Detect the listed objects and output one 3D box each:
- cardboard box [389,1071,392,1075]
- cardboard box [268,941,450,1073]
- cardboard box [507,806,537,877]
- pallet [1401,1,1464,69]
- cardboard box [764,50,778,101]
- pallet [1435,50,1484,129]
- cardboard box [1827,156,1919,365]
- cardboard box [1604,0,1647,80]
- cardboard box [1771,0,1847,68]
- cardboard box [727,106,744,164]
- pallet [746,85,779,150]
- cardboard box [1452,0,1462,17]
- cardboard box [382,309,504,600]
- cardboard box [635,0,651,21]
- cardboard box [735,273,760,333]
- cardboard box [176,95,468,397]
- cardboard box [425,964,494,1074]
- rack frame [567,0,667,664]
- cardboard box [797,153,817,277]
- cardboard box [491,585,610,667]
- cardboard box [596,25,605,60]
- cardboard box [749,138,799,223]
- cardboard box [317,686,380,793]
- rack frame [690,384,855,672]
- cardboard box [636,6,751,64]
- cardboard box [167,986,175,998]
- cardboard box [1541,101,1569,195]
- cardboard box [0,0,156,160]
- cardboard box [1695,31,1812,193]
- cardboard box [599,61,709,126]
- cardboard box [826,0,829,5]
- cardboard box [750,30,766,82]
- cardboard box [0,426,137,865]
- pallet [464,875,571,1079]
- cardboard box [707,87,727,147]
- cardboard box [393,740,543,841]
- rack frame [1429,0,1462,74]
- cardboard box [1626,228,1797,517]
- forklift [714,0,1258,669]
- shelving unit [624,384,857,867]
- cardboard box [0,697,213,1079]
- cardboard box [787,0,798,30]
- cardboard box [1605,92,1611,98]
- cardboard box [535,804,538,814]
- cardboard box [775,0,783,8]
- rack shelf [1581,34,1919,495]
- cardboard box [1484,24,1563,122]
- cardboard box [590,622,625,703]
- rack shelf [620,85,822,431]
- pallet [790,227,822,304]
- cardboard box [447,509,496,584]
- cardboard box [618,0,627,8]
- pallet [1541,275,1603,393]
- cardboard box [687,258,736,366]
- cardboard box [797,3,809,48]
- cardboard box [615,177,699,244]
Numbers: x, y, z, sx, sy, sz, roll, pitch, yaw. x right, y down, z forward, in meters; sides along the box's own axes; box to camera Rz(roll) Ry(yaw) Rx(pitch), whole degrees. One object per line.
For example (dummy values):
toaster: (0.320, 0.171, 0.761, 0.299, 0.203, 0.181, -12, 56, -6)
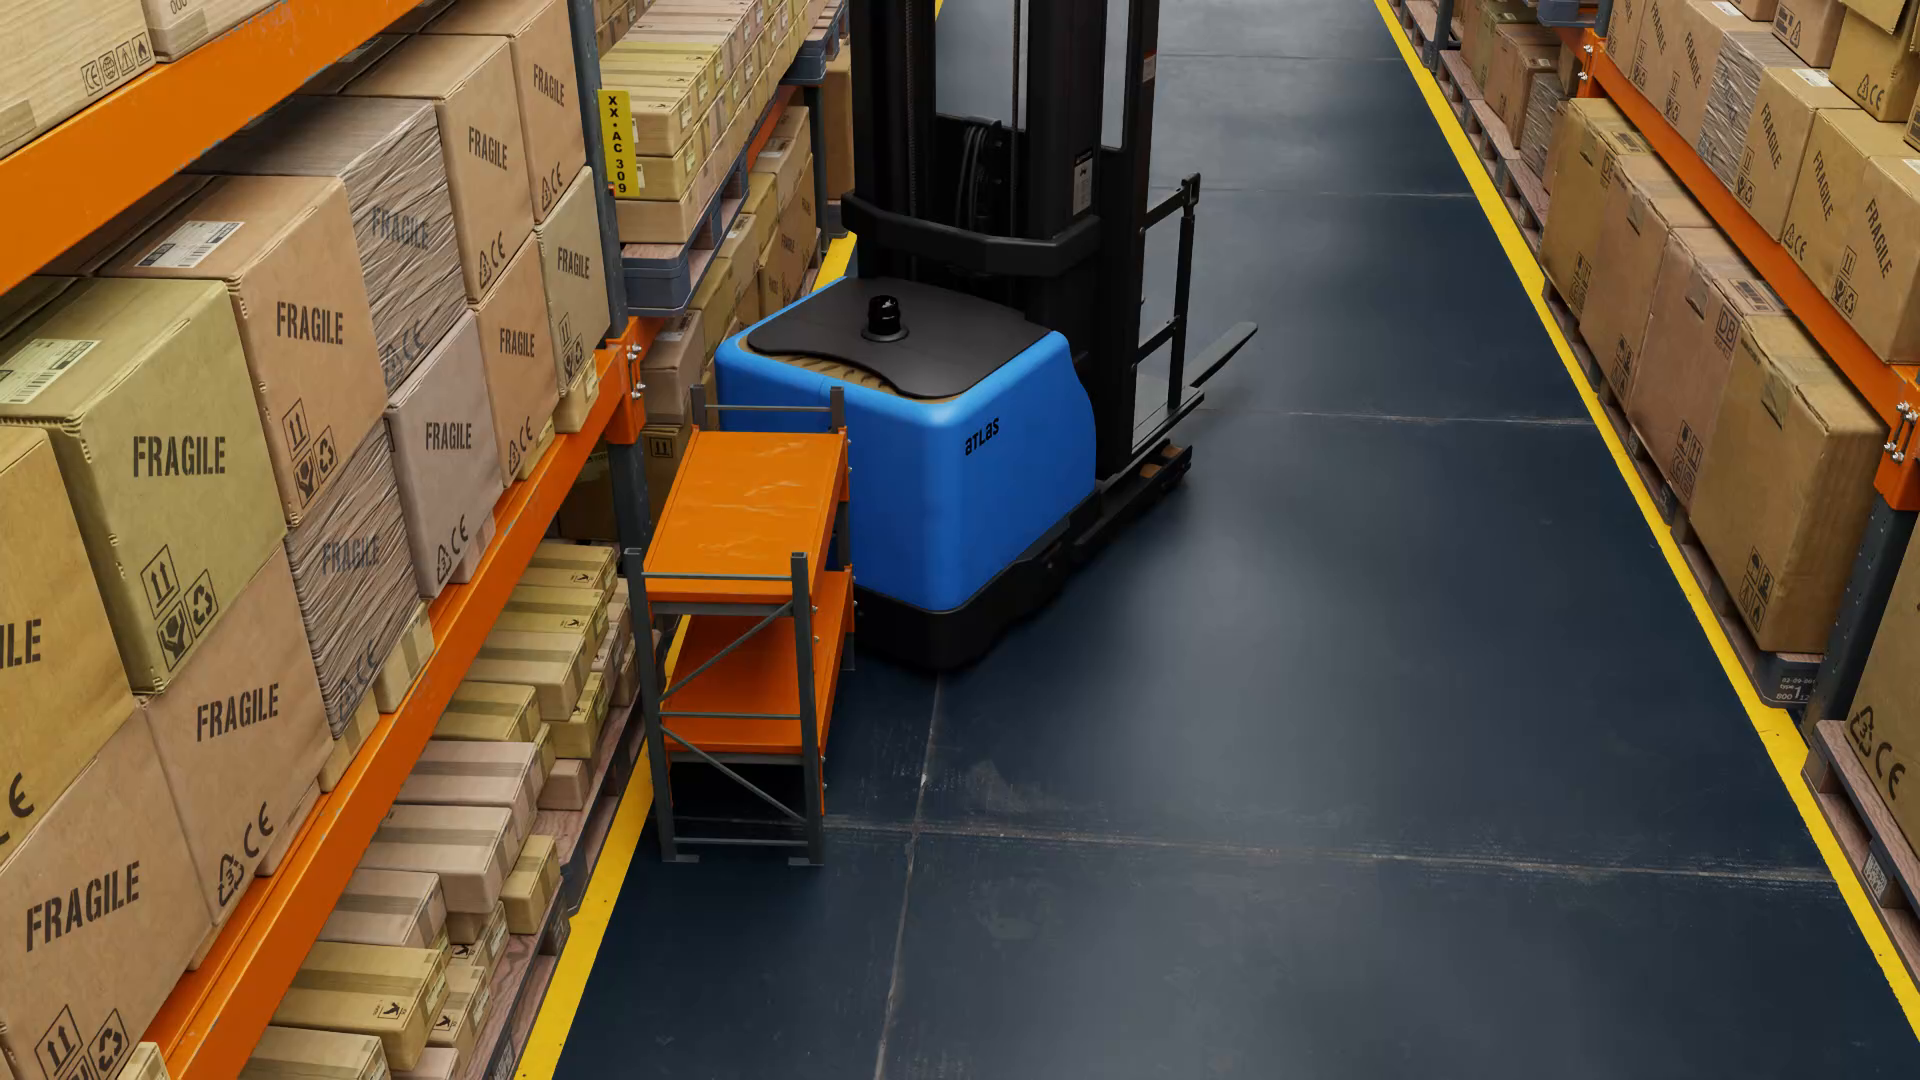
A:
cardboard box: (-1.550, 1.208, 3.965, 0.380, 0.149, 0.250, 4, 32, 7)
cardboard box: (-1.427, 1.084, 3.882, 0.380, 0.149, 0.250, 3, 32, 5)
cardboard box: (-1.412, 0.790, 4.643, 0.380, 0.149, 0.250, 3, 32, 5)
pallet: (4.036, -3.925, 12.918, 1.003, 0.211, 1.213, 2, 32, 4)
cardboard box: (-0.955, -1.914, 6.835, 0.380, 0.149, 0.250, 1, 32, 2)
pallet: (3.955, -3.165, 11.685, 1.003, 0.211, 1.213, 2, 32, 4)
cardboard box: (3.131, -0.875, 5.215, 0.500, 0.500, 0.500, 3, 32, 4)
cardboard box: (3.380, -2.468, 7.800, 0.500, 0.500, 0.500, 3, 32, 5)
cardboard box: (3.511, -2.064, 6.189, 0.797, 0.503, 0.637, 3, 32, 6)
cardboard box: (-1.017, -1.506, 6.174, 0.380, 0.149, 0.250, 3, 32, 4)
pallet: (-1.365, -1.814, 7.017, 1.003, 0.211, 1.213, 2, 32, 4)
cardboard box: (4.128, -4.381, 12.983, 0.500, 0.500, 0.500, 13, 34, 19)
cardboard box: (-1.413, -0.214, 3.859, 0.500, 0.500, 0.500, 2, 32, 4)
cardboard box: (-1.564, -2.343, 7.248, 0.380, 0.149, 0.250, 3, 32, 4)
cardboard box: (-1.175, -0.882, 7.304, 0.500, 0.500, 0.500, 3, 32, 5)
cardboard box: (-1.431, -0.641, 3.599, 0.500, 0.500, 0.500, 3, 32, 5)
cardboard box: (-1.421, 1.216, 4.235, 0.380, 0.149, 0.250, 2, 32, 4)
rack frame: (-1.570, -0.841, 5.255, 1.000, 3.000, 0.127, 2, 32, 4)
cardboard box: (-1.037, -1.692, 8.618, 0.500, 0.500, 0.500, 2, 32, 4)
cardboard box: (-1.321, 0.273, 5.198, 0.380, 0.149, 0.250, 3, 32, 5)
cardboard box: (-1.631, -1.945, 6.603, 0.380, 0.149, 0.250, 3, 32, 4)
cardboard box: (-1.069, -1.733, 7.970, 0.500, 0.250, 0.500, 3, 32, 5)
cardboard box: (-1.466, 0.384, 3.507, 0.380, 0.149, 0.250, 4, 32, 6)
rack frame: (-0.628, -0.019, 5.709, 0.500, 1.125, 0.032, 1, 32, 2)
cardboard box: (-0.996, -1.897, 6.241, 0.380, 0.149, 0.250, 2, 32, 4)
cardboard box: (-1.603, 0.788, 2.852, 0.380, 0.149, 0.250, 4, 32, 6)
cardboard box: (3.726, -2.142, 9.330, 0.700, 0.500, 0.500, 1, 32, 1)
cardboard box: (-1.528, -0.731, 2.361, 0.500, 0.250, 0.500, 1, 32, 2)
cardboard box: (3.260, -1.669, 6.503, 0.500, 0.500, 0.500, 3, 32, 4)
cardboard box: (-1.063, -1.498, 5.594, 0.380, 0.149, 0.250, 3, 32, 5)
cardboard box: (-0.826, -2.727, 8.155, 0.380, 0.149, 0.250, 3, 32, 5)
cardboard box: (-0.978, -1.912, 6.549, 0.380, 0.149, 0.250, 2, 32, 3)
cardboard box: (-1.560, 0.168, 2.286, 0.500, 0.500, 0.500, 3, 32, 5)
pallet: (-1.686, 1.339, 4.377, 1.003, 0.211, 1.213, 2, 32, 4)
cardboard box: (-1.040, -1.496, 5.874, 0.380, 0.149, 0.250, 3, 32, 5)
cardboard box: (-1.363, 0.682, 4.535, 0.380, 0.149, 0.250, 1, 32, 2)
rack frame: (4.017, -4.759, 11.614, 1.000, 3.000, 0.127, 2, 32, 4)
cardboard box: (3.469, -0.653, 6.576, 1.225, 0.875, 0.875, 1, 32, 2)
forklift: (0.338, -1.524, 6.430, 1.130, 2.935, 3.031, 19, 36, 27)
shelving unit: (-0.649, 0.247, 5.277, 0.538, 1.125, 1.048, 1, 32, 2)
cardboard box: (-1.566, 0.578, 2.575, 0.500, 0.500, 0.500, 3, 32, 4)
cardboard box: (-0.913, -2.315, 7.203, 0.380, 0.149, 0.250, 2, 32, 4)
cardboard box: (3.716, -2.462, 9.134, 0.500, 0.250, 0.500, 4, 32, 6)
cardboard box: (-1.467, 0.819, 4.878, 0.380, 0.149, 0.250, 2, 32, 3)
cardboard box: (-0.935, -2.306, 6.904, 0.380, 0.149, 0.250, 4, 32, 6)
rack shelf: (3.528, -1.316, 6.712, 1.077, 0.370, 4.000, 2, 32, 4)
cardboard box: (3.842, -3.021, 10.757, 0.700, 0.500, 0.500, 0, 32, 0)
cardboard box: (-1.288, 0.388, 5.295, 0.380, 0.149, 0.250, 1, 32, 2)
rack shelf: (-1.407, -1.580, 7.141, 1.077, 0.370, 4.000, 2, 32, 4)
pallet: (-1.309, -1.337, 8.718, 1.003, 0.211, 1.213, 2, 32, 4)
cardboard box: (-1.391, -0.021, 4.164, 0.380, 0.149, 0.250, 1, 32, 2)
cardboard box: (-1.580, -2.337, 6.955, 0.380, 0.149, 0.250, 3, 32, 5)
pallet: (3.552, -1.072, 8.288, 1.003, 0.211, 1.213, 2, 32, 4)
cardboard box: (-1.206, -0.928, 6.665, 0.500, 0.250, 0.500, 3, 32, 5)
cardboard box: (-0.893, -2.332, 7.515, 0.380, 0.149, 0.250, 2, 32, 3)
cardboard box: (-1.079, -1.099, 5.513, 0.380, 0.149, 0.250, 1, 32, 2)
